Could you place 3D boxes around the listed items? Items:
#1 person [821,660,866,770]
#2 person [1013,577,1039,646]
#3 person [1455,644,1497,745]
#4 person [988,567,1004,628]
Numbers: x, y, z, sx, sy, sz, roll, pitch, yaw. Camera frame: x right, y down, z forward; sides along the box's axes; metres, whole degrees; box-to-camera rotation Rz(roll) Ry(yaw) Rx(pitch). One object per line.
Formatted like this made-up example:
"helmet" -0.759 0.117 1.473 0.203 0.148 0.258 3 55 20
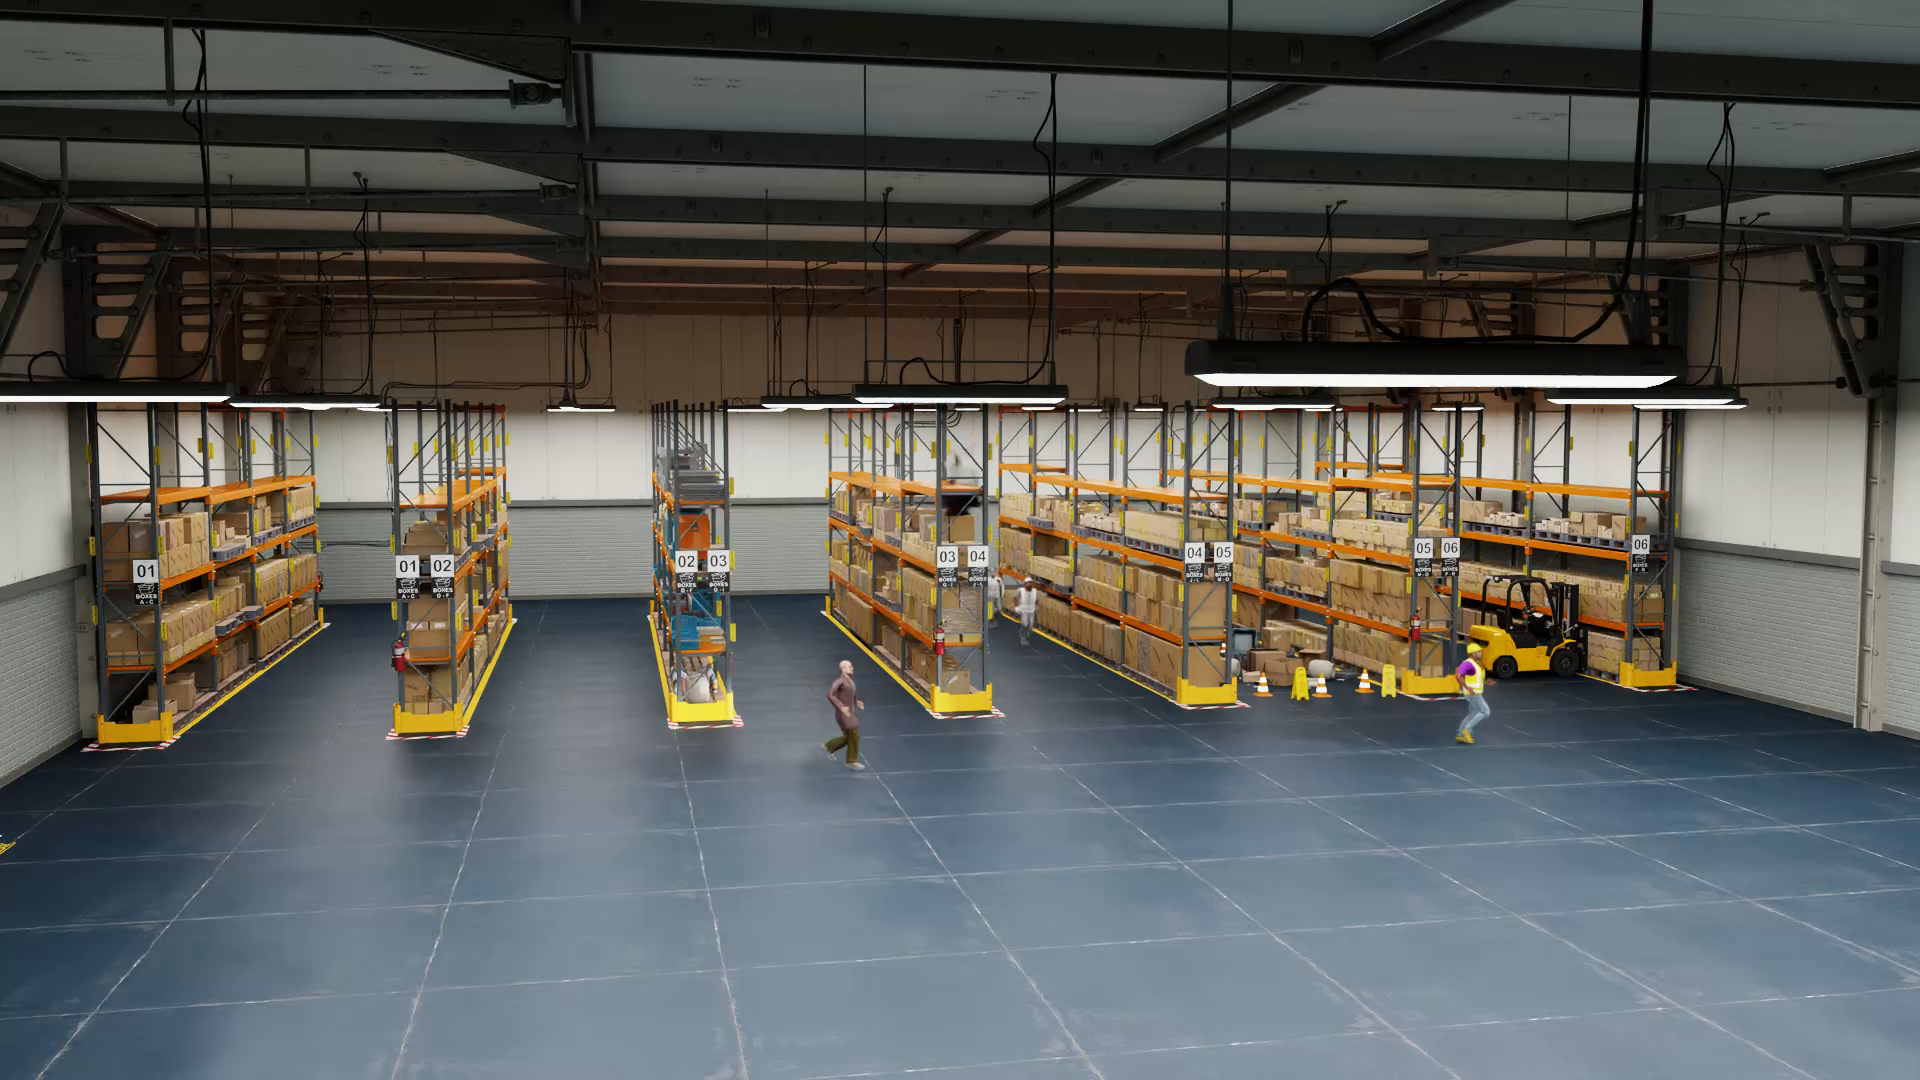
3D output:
"person" -1.904 2.824 26.923 0.808 1.766 0.726 1 4 17
"person" 1.668 1.767 40.903 0.609 1.722 0.738 -1 4 -16
"person" 8.957 2.672 28.882 0.660 1.746 0.675 2 5 27
"person" 0.919 1.542 44.378 0.617 1.657 0.591 -1 4 -9
